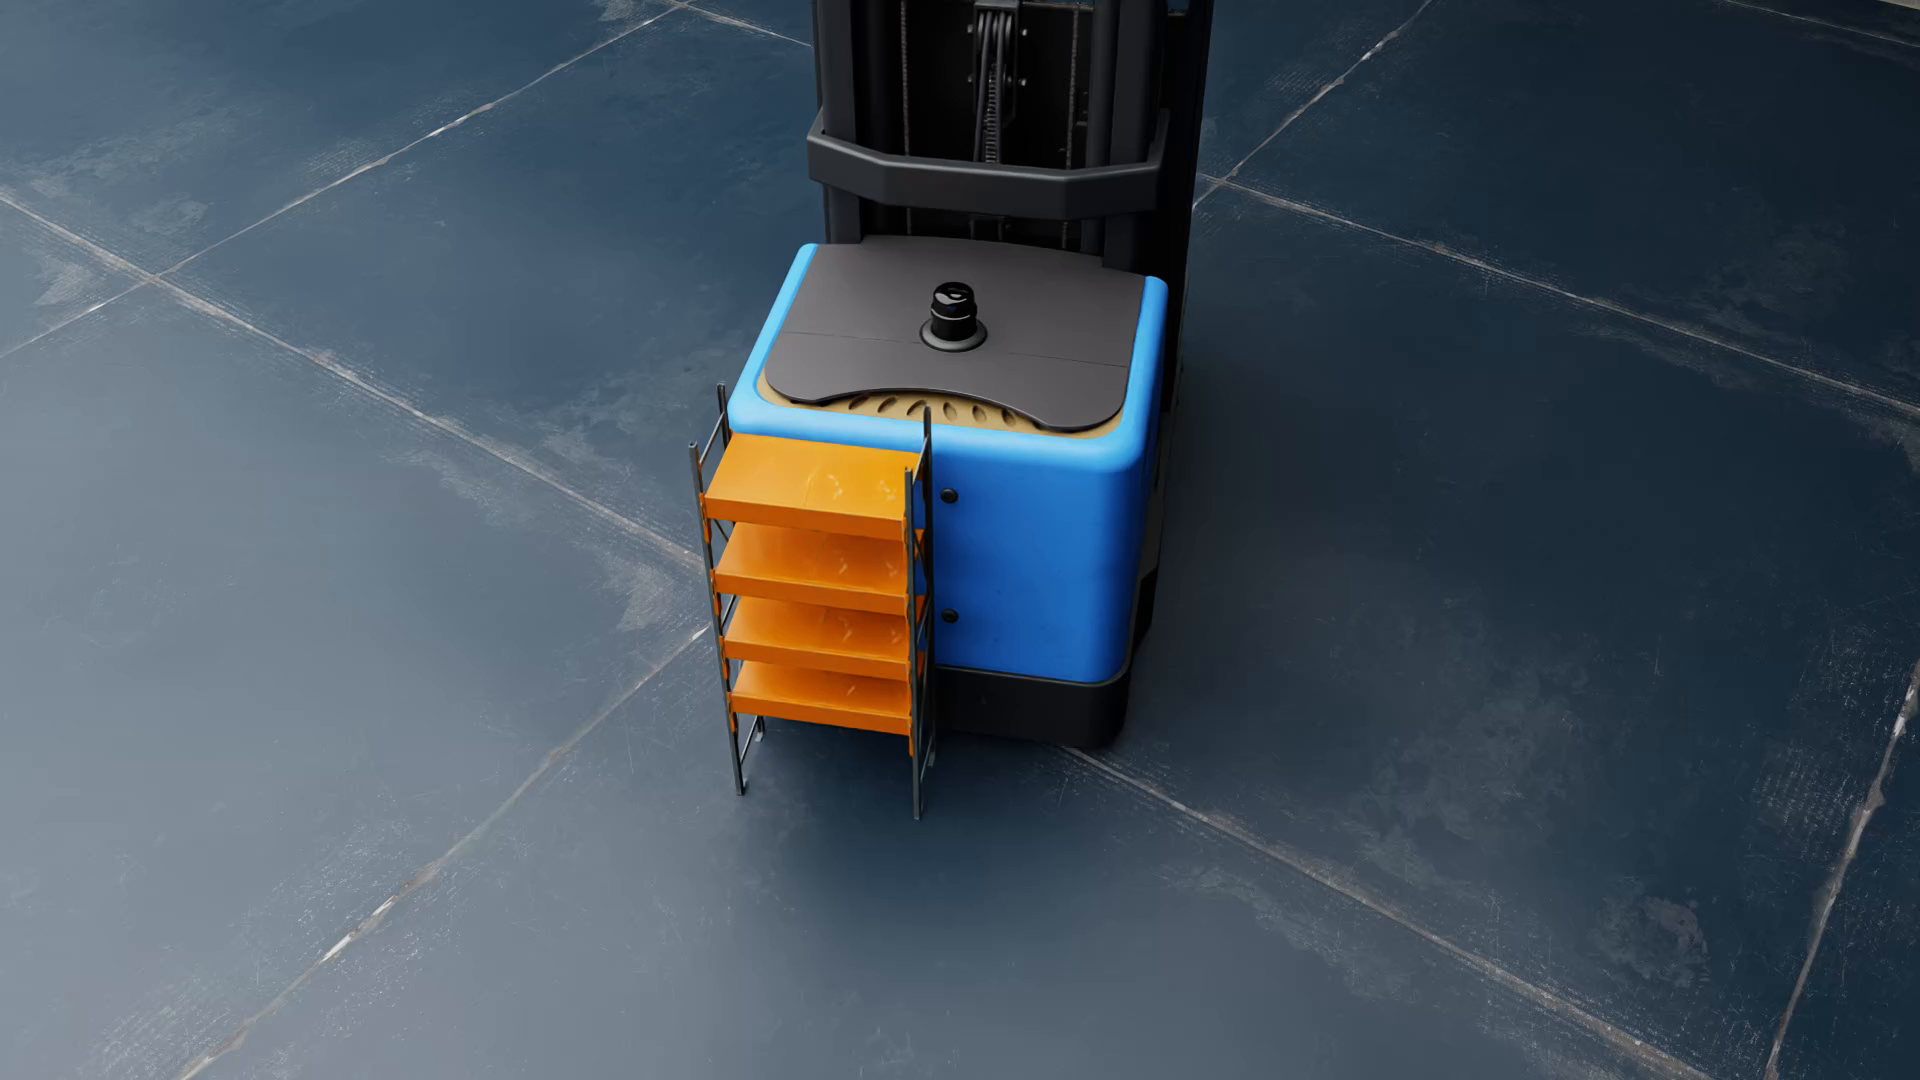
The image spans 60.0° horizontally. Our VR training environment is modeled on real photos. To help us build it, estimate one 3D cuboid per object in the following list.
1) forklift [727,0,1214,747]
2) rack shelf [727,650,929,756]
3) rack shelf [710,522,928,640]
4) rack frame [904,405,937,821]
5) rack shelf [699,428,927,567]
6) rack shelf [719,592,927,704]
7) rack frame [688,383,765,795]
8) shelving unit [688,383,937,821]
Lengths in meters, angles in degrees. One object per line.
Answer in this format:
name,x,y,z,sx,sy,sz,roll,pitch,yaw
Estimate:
forklift,0.180,-1.520,4.751,1.130,2.935,3.031,7,42,7
rack shelf,-0.333,0.388,4.315,0.480,0.148,0.258,7,42,7
rack shelf,-0.333,0.074,4.033,0.480,0.148,0.258,7,42,7
rack frame,-0.093,0.219,4.105,0.015,1.200,0.240,7,42,7
rack shelf,-0.334,-0.102,3.875,0.480,0.148,0.258,7,42,7
rack shelf,-0.333,0.241,4.182,0.480,0.148,0.258,7,42,7
rack frame,-0.574,0.162,4.169,0.015,1.200,0.240,7,42,7
shelving unit,-0.333,0.190,4.137,0.503,1.200,0.258,7,42,7
